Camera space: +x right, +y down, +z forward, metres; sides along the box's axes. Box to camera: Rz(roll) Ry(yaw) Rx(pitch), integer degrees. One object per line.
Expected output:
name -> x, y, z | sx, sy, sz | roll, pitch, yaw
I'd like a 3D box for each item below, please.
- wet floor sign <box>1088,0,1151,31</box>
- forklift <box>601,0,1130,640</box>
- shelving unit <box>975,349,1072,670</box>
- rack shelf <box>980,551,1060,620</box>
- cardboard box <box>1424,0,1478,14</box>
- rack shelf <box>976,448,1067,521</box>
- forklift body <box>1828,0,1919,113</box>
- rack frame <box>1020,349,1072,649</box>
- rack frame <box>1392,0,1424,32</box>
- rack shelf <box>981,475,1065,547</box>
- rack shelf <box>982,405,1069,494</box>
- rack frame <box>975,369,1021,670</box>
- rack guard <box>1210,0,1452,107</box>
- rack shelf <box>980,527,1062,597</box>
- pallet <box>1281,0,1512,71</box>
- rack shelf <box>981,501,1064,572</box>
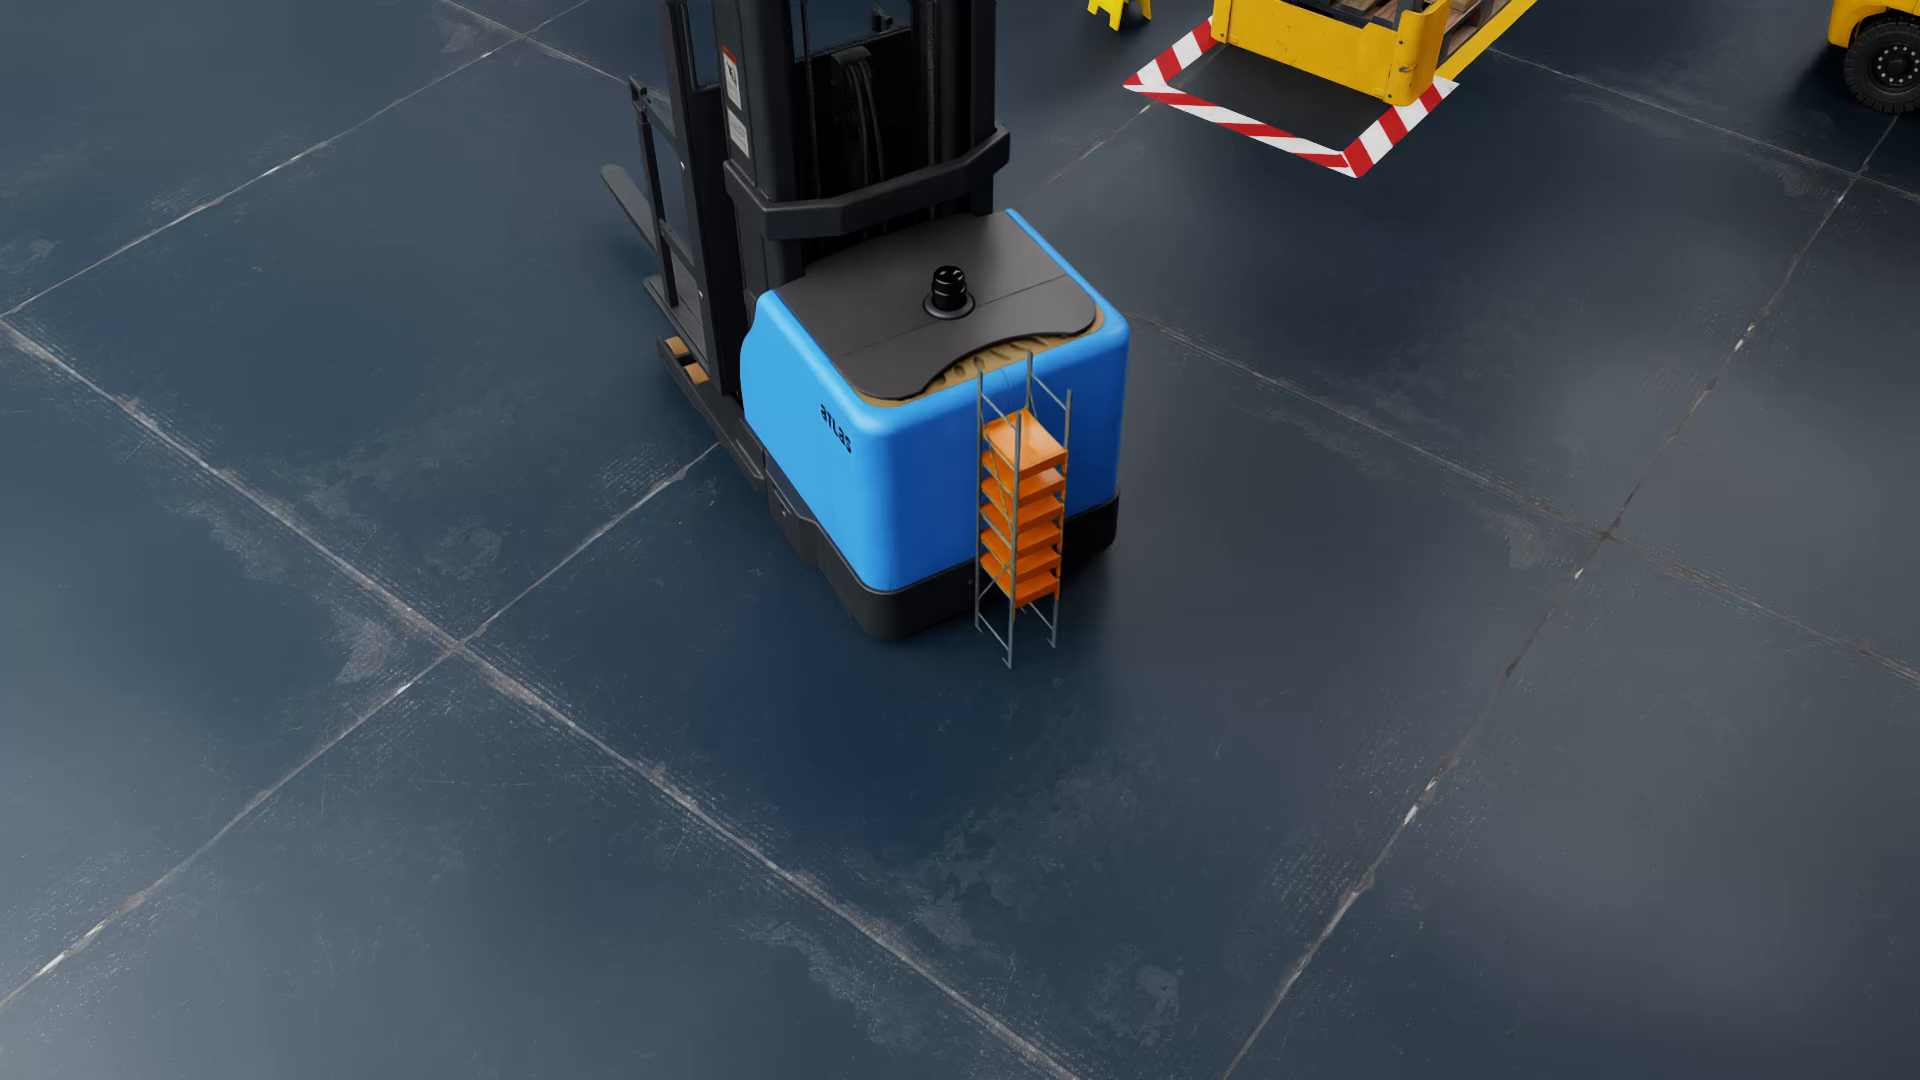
wet floor sign -> 0.858, -3.050, 8.717 | 0.232, 0.644, 0.267 | -25, 51, -22
forklift -> -0.591, -1.723, 5.869 | 1.130, 2.935, 3.031 | -23, 50, -20
shelving unit -> 0.197, -0.069, 5.486 | 0.189, 1.200, 0.258 | -24, 51, -21
rack shelf -> 0.197, 0.127, 5.692 | 0.180, 0.103, 0.258 | -24, 51, -21
cardboard box -> 2.533, -3.033, 8.684 | 0.500, 0.250, 0.500 | 29, 53, 25
rack shelf -> 0.197, -0.204, 5.345 | 0.180, 0.103, 0.258 | -24, 51, -21
forklift body -> 5.467, -2.905, 7.537 | 2.313, 2.155, 1.214 | 29, 53, 25
rack frame -> 0.275, -0.104, 5.519 | 0.006, 1.200, 0.240 | -24, 51, -21
rack frame -> 1.821, -3.499, 7.518 | 1.000, 3.000, 0.127 | 29, 53, 25
rack shelf -> 0.197, -0.122, 5.432 | 0.180, 0.103, 0.258 | -24, 51, -21
rack shelf -> 0.197, -0.287, 5.258 | 0.180, 0.103, 0.258 | -24, 51, -21
rack frame -> 0.118, -0.035, 5.454 | 0.006, 1.200, 0.240 | -24, 51, -21
rack guard -> 1.868, -2.679, 8.463 | 1.175, 0.500, 0.348 | 29, 53, 25
rack shelf -> 0.197, 0.044, 5.605 | 0.180, 0.103, 0.258 | -24, 51, -21
pallet -> 2.392, -3.028, 8.997 | 1.003, 0.211, 1.213 | 29, 53, 25
rack shelf -> 0.197, -0.039, 5.519 | 0.180, 0.103, 0.258 | -24, 51, -21
